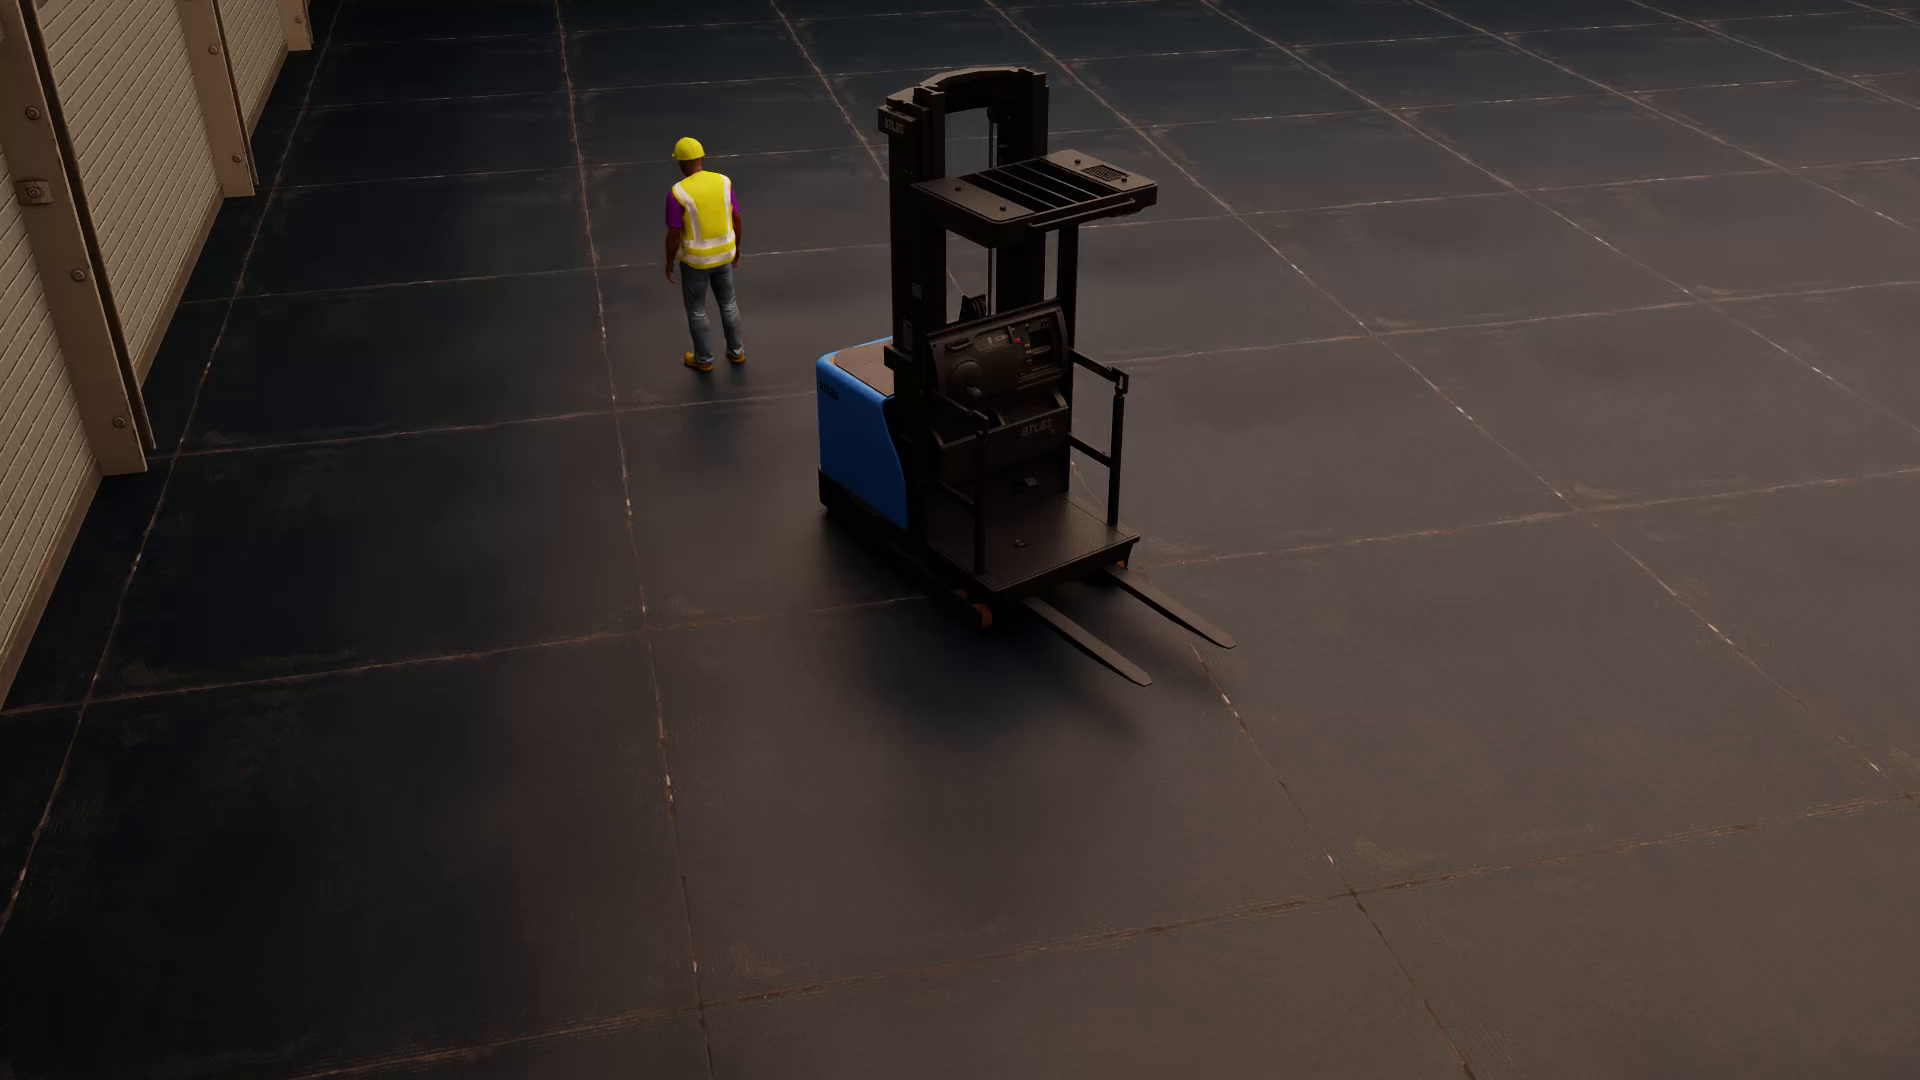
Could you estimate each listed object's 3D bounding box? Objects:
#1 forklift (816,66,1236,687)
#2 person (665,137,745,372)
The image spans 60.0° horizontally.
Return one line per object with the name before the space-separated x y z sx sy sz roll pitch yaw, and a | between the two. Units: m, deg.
forklift | 0.355 -1.021 9.338 1.130 2.935 3.031 -20 35 -30
person | -1.913 -2.129 12.423 0.636 1.761 0.454 -20 36 -31
